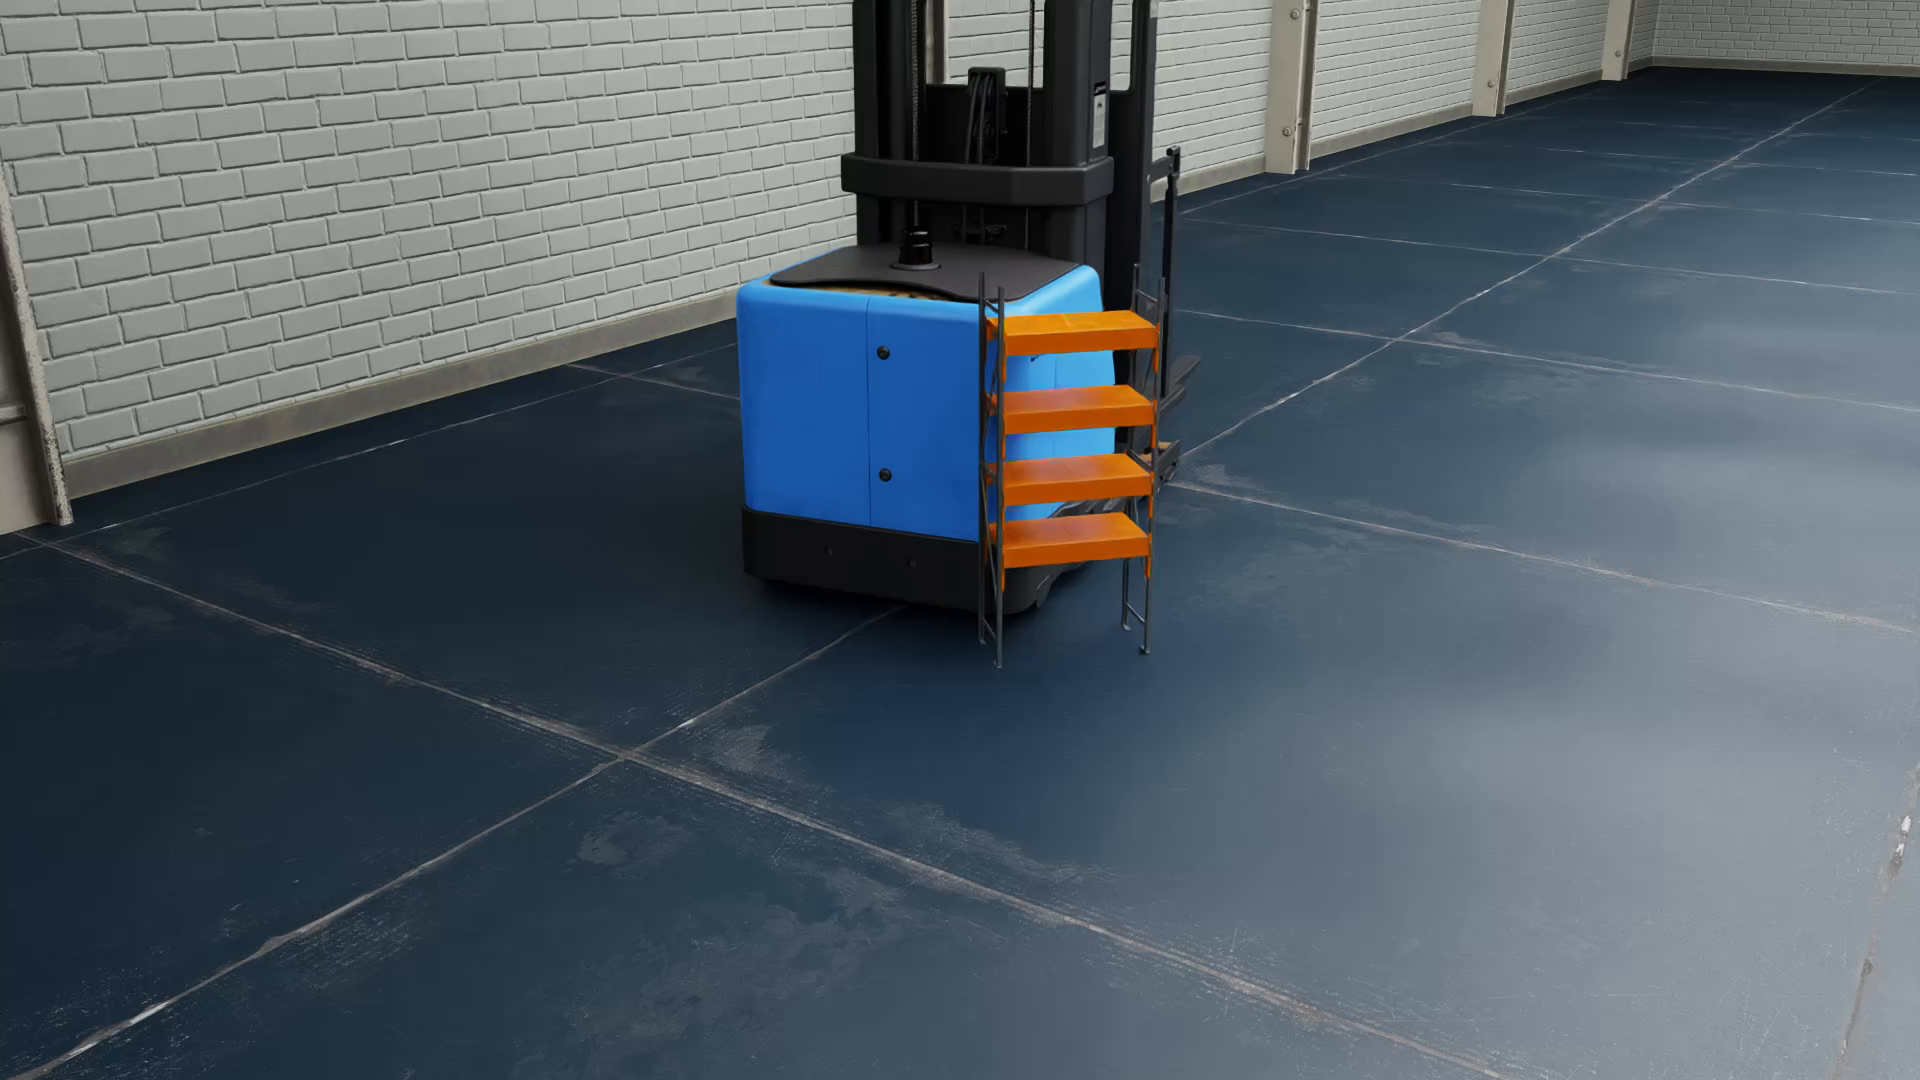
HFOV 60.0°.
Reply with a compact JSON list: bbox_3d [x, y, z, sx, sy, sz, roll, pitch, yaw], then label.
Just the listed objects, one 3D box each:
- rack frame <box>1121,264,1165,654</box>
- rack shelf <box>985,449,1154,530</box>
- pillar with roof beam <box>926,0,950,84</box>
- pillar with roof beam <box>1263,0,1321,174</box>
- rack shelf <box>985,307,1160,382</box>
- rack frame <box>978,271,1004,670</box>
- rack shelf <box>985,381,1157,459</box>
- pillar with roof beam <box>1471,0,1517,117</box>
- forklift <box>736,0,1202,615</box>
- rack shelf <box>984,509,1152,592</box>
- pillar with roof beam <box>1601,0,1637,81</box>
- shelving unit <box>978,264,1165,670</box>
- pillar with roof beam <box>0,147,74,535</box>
[{"bbox_3d":[0.567,-0.242,5.186,0.015,1.200,0.240,-5,20,-13],"label":"rack frame"},{"bbox_3d":[0.330,-0.158,5.154,0.480,0.148,0.258,-5,20,-13],"label":"rack shelf"},{"bbox_3d":[3.258,-5.146,7.205,9.100,9.000,0.400,13,24,32],"label":"pillar with roof beam"},{"bbox_3d":[6.631,-6.867,11.859,9.100,9.000,0.400,13,24,32],"label":"pillar with roof beam"},{"bbox_3d":[0.329,-0.592,4.998,0.480,0.148,0.258,-5,20,-13],"label":"rack shelf"},{"bbox_3d":[0.093,-0.202,5.077,0.015,1.200,0.240,-5,20,-13],"label":"rack frame"},{"bbox_3d":[0.330,-0.369,5.078,0.480,0.148,0.258,-5,20,-13],"label":"rack shelf"},{"bbox_3d":[10.004,-8.589,16.513,9.100,9.000,0.400,13,24,32],"label":"pillar with roof beam"},{"bbox_3d":[0.275,-1.607,6.386,1.130,2.935,3.031,8,22,21],"label":"forklift"},{"bbox_3d":[0.331,0.028,5.222,0.480,0.148,0.258,-5,20,-13],"label":"rack shelf"},{"bbox_3d":[13.377,-10.310,21.167,9.100,9.000,0.400,13,24,32],"label":"pillar with roof beam"},{"bbox_3d":[0.330,-0.222,5.131,0.503,1.200,0.258,-5,20,-13],"label":"shelving unit"},{"bbox_3d":[-0.114,-3.424,2.551,9.100,9.000,0.400,13,24,32],"label":"pillar with roof beam"}]
